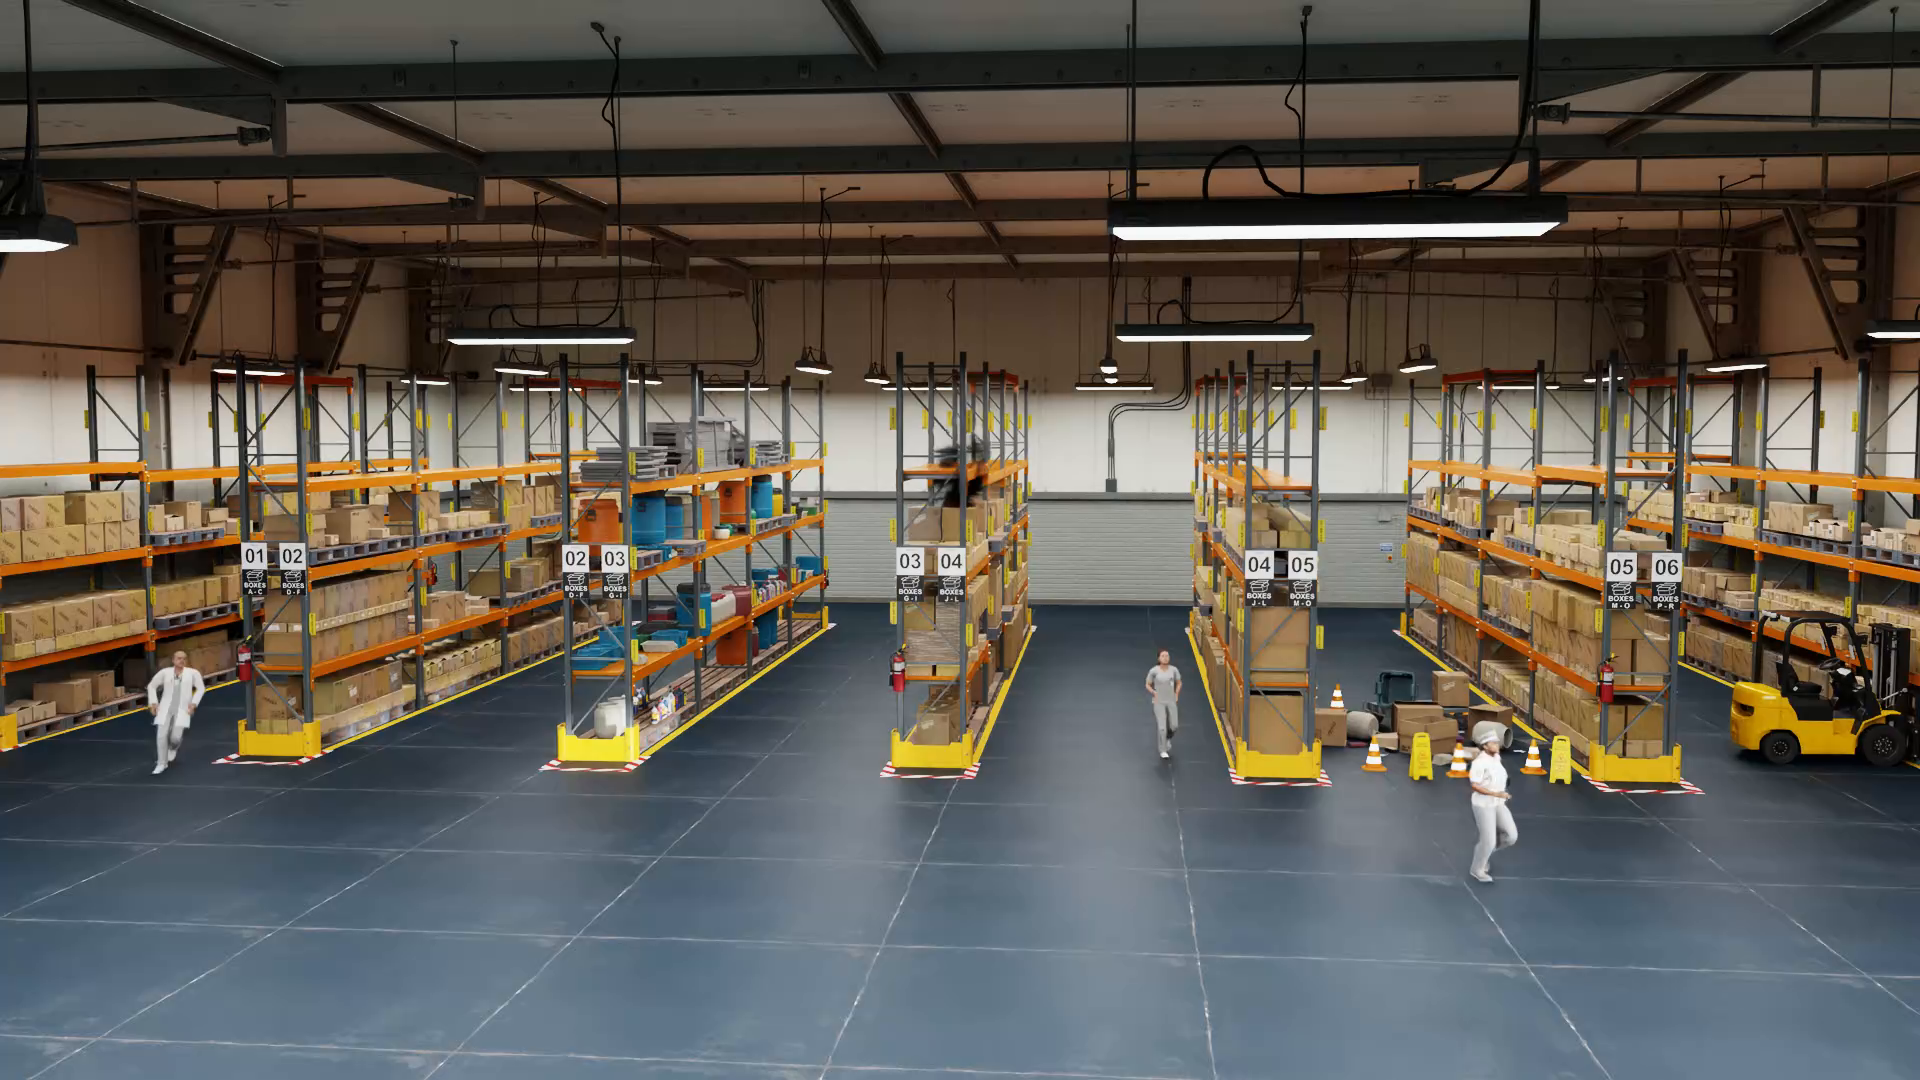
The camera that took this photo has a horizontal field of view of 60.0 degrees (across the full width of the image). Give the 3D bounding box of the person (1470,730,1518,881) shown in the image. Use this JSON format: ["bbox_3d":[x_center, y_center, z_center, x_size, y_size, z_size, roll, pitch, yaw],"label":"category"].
[{"bbox_3d":[5.797,2.884,18.067,0.624,1.671,0.537,-3,5,-39],"label":"person"}]

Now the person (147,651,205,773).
[{"bbox_3d":[-11.305,2.453,23.994,0.759,1.717,0.614,-1,4,-20],"label":"person"}]

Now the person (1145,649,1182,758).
[{"bbox_3d":[3.044,2.427,24.791,0.561,1.621,0.584,0,4,-4],"label":"person"}]
